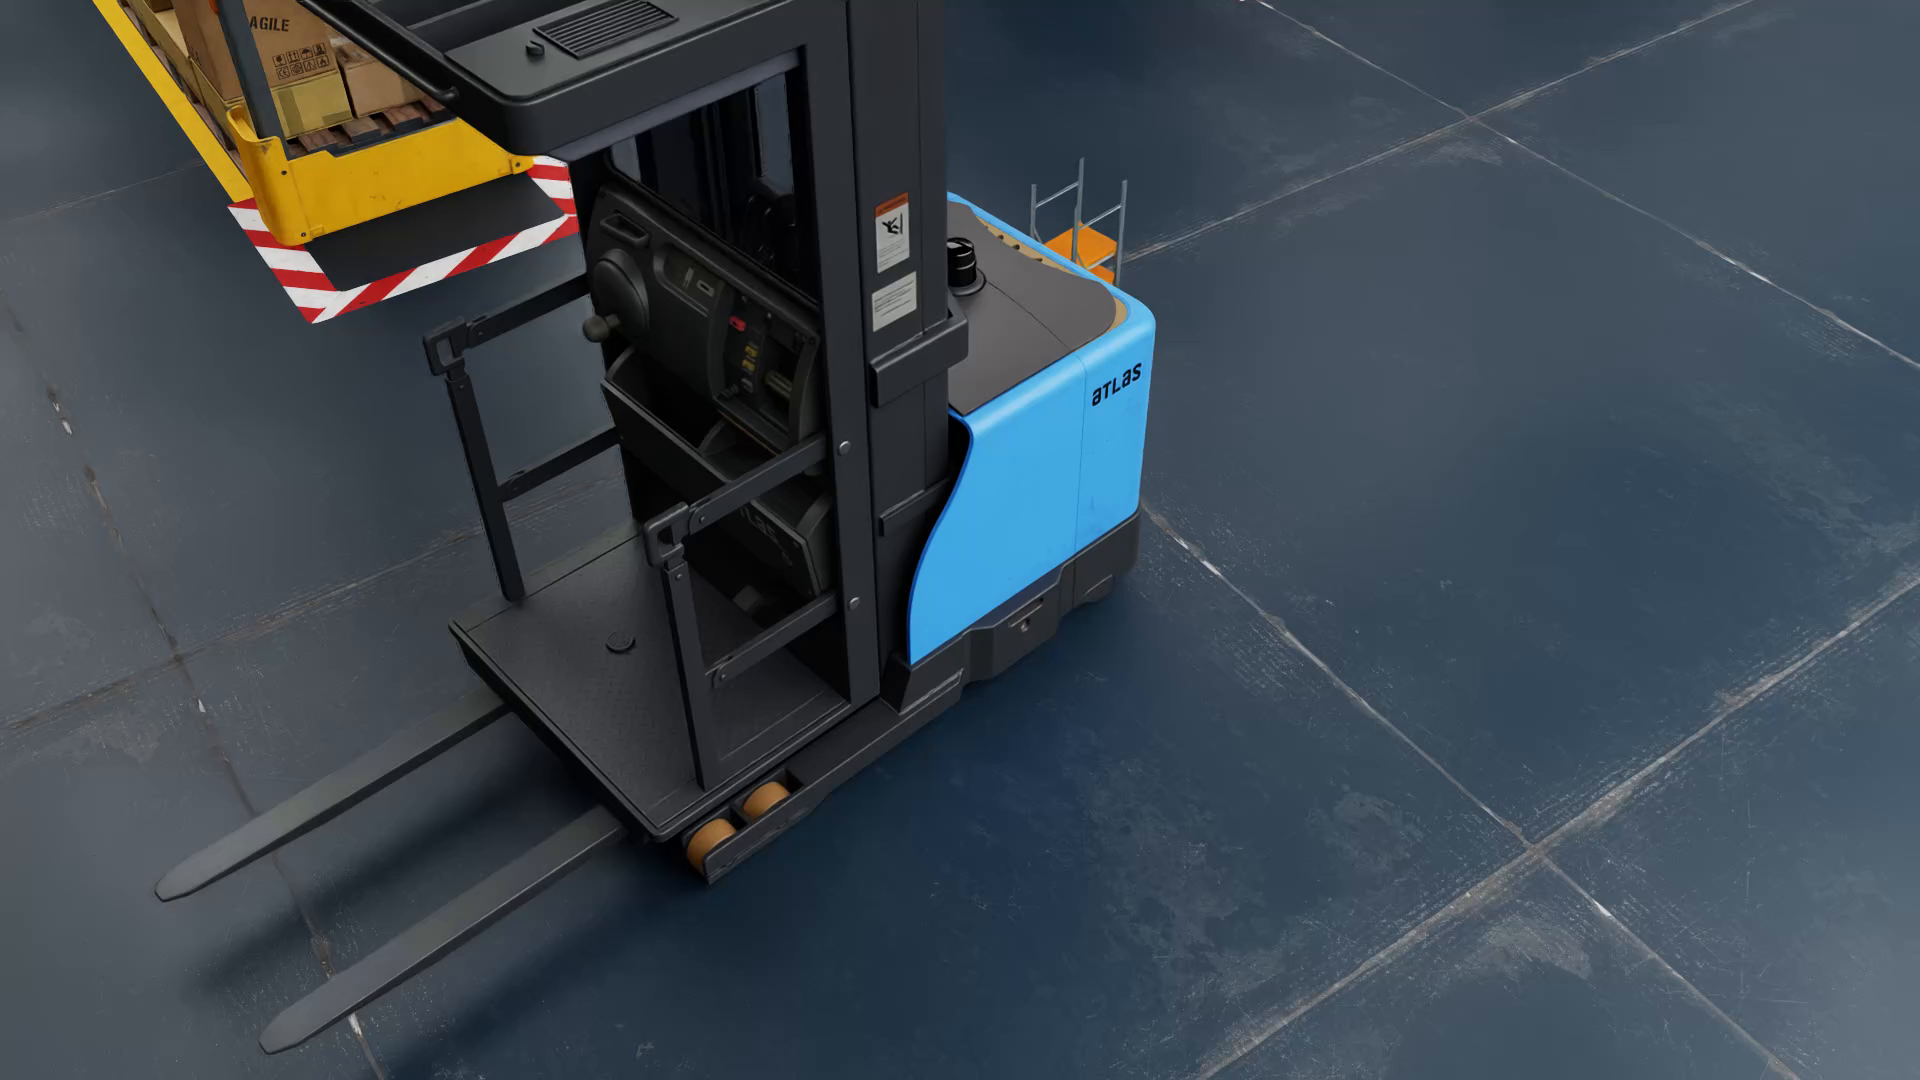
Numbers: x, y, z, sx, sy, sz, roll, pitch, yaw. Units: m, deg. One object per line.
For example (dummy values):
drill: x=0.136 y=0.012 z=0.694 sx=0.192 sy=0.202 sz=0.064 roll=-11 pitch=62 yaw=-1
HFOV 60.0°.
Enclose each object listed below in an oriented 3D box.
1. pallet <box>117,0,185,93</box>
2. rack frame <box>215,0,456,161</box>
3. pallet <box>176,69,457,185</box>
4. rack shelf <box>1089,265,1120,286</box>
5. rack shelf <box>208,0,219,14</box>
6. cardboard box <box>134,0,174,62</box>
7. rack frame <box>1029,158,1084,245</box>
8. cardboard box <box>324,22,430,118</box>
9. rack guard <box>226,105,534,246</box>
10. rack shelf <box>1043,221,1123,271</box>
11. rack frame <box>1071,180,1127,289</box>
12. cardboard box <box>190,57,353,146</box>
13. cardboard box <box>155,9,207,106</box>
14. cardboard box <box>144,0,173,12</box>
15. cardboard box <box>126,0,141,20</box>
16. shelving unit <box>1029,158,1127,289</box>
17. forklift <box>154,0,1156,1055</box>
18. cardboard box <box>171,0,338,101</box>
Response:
pallet: x=-3.661 y=-2.753 z=8.481 sx=1.003 sy=0.211 sz=1.213 roll=-26 pitch=49 yaw=-24
rack frame: x=-2.495 y=-2.655 z=6.358 sx=1.000 sy=3.000 sz=0.127 roll=-26 pitch=49 yaw=-24
pallet: x=-2.967 y=-2.063 z=7.758 sx=1.003 sy=0.211 sz=1.213 roll=-26 pitch=49 yaw=-24
rack shelf: x=0.371 y=-0.819 z=5.456 sx=0.258 sy=0.103 sz=0.180 roll=-34 pitch=53 yaw=-30
rack shelf: x=-3.639 y=-3.527 z=7.793 sx=1.077 sy=0.370 sz=4.000 roll=-26 pitch=49 yaw=-24
cardboard box: x=-3.628 y=-2.560 z=7.946 sx=0.500 sy=0.250 sz=0.500 roll=-26 pitch=49 yaw=-24
rack frame: x=0.307 y=-0.723 z=5.638 sx=0.240 sy=1.200 sz=0.006 roll=-34 pitch=53 yaw=-30
cardboard box: x=-2.620 y=-2.204 z=7.573 sx=0.500 sy=0.250 sz=0.500 roll=-26 pitch=49 yaw=-24
rack guard: x=-2.482 y=-1.737 z=7.207 sx=1.175 sy=0.500 sz=0.348 roll=-26 pitch=49 yaw=-24
rack shelf: x=0.371 y=-0.906 z=5.373 sx=0.258 sy=0.103 sz=0.180 roll=-34 pitch=53 yaw=-30
rack frame: x=0.434 y=-0.633 z=5.544 sx=0.240 sy=1.200 sz=0.006 roll=-34 pitch=53 yaw=-30
cardboard box: x=-3.044 y=-1.999 z=7.359 sx=0.500 sy=0.250 sz=0.500 roll=-26 pitch=49 yaw=-24
cardboard box: x=-3.340 y=-2.277 z=7.650 sx=0.500 sy=0.250 sz=0.500 roll=-26 pitch=49 yaw=-24
cardboard box: x=-3.630 y=-2.830 z=7.686 sx=0.500 sy=0.500 sz=0.500 roll=-26 pitch=49 yaw=-24
cardboard box: x=-3.912 y=-2.844 z=8.244 sx=0.500 sy=0.250 sz=0.500 roll=-26 pitch=49 yaw=-24
shelving unit: x=0.371 y=-0.678 z=5.591 sx=0.258 sy=1.200 sz=0.189 roll=-34 pitch=53 yaw=-30
forklift: x=-0.825 y=-0.510 z=4.161 sx=3.031 sy=2.935 sz=1.130 roll=-33 pitch=53 yaw=-30
cardboard box: x=-3.046 y=-2.269 z=7.099 sx=0.500 sy=0.500 sz=0.500 roll=-26 pitch=49 yaw=-24
